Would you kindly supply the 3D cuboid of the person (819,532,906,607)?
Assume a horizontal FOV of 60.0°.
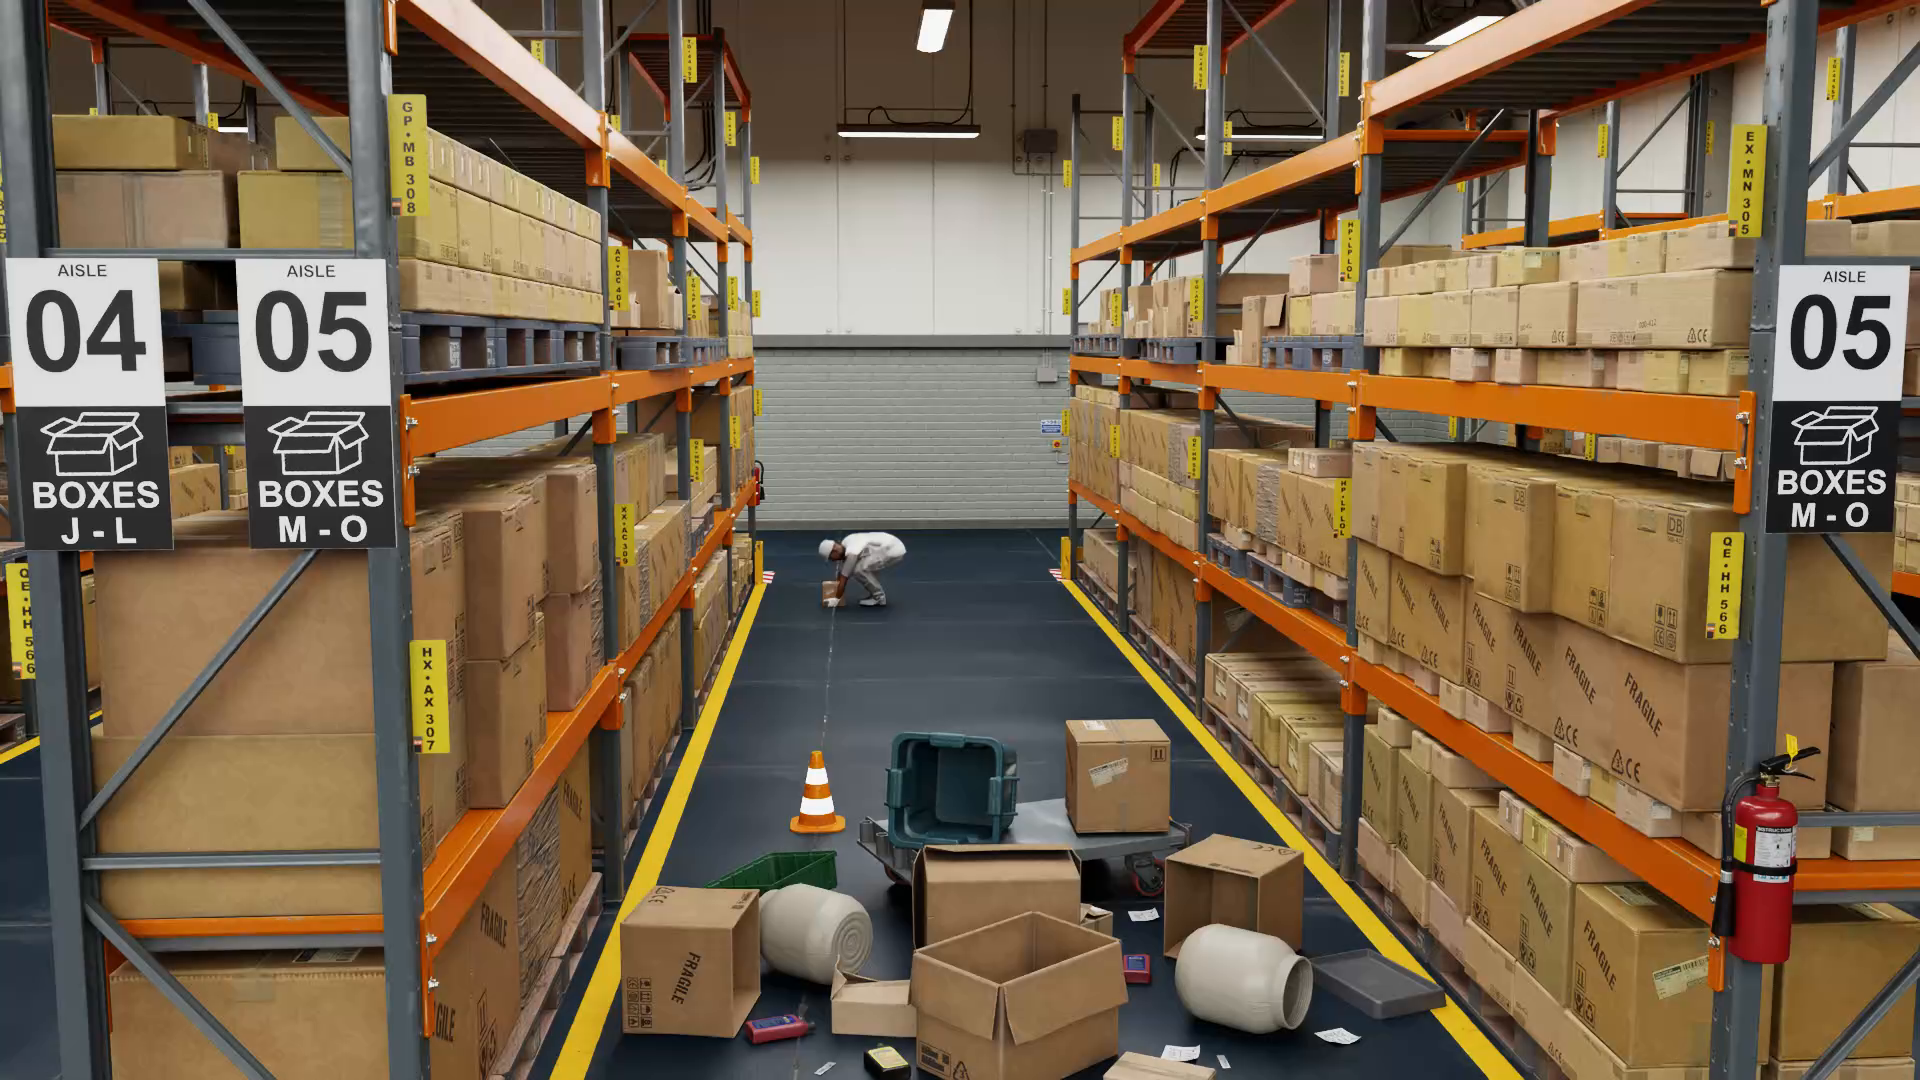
[{"bbox_3d":[-1.110,0.341,18.951,0.992,0.844,0.533,-1,7,-5],"label":"person"}]
